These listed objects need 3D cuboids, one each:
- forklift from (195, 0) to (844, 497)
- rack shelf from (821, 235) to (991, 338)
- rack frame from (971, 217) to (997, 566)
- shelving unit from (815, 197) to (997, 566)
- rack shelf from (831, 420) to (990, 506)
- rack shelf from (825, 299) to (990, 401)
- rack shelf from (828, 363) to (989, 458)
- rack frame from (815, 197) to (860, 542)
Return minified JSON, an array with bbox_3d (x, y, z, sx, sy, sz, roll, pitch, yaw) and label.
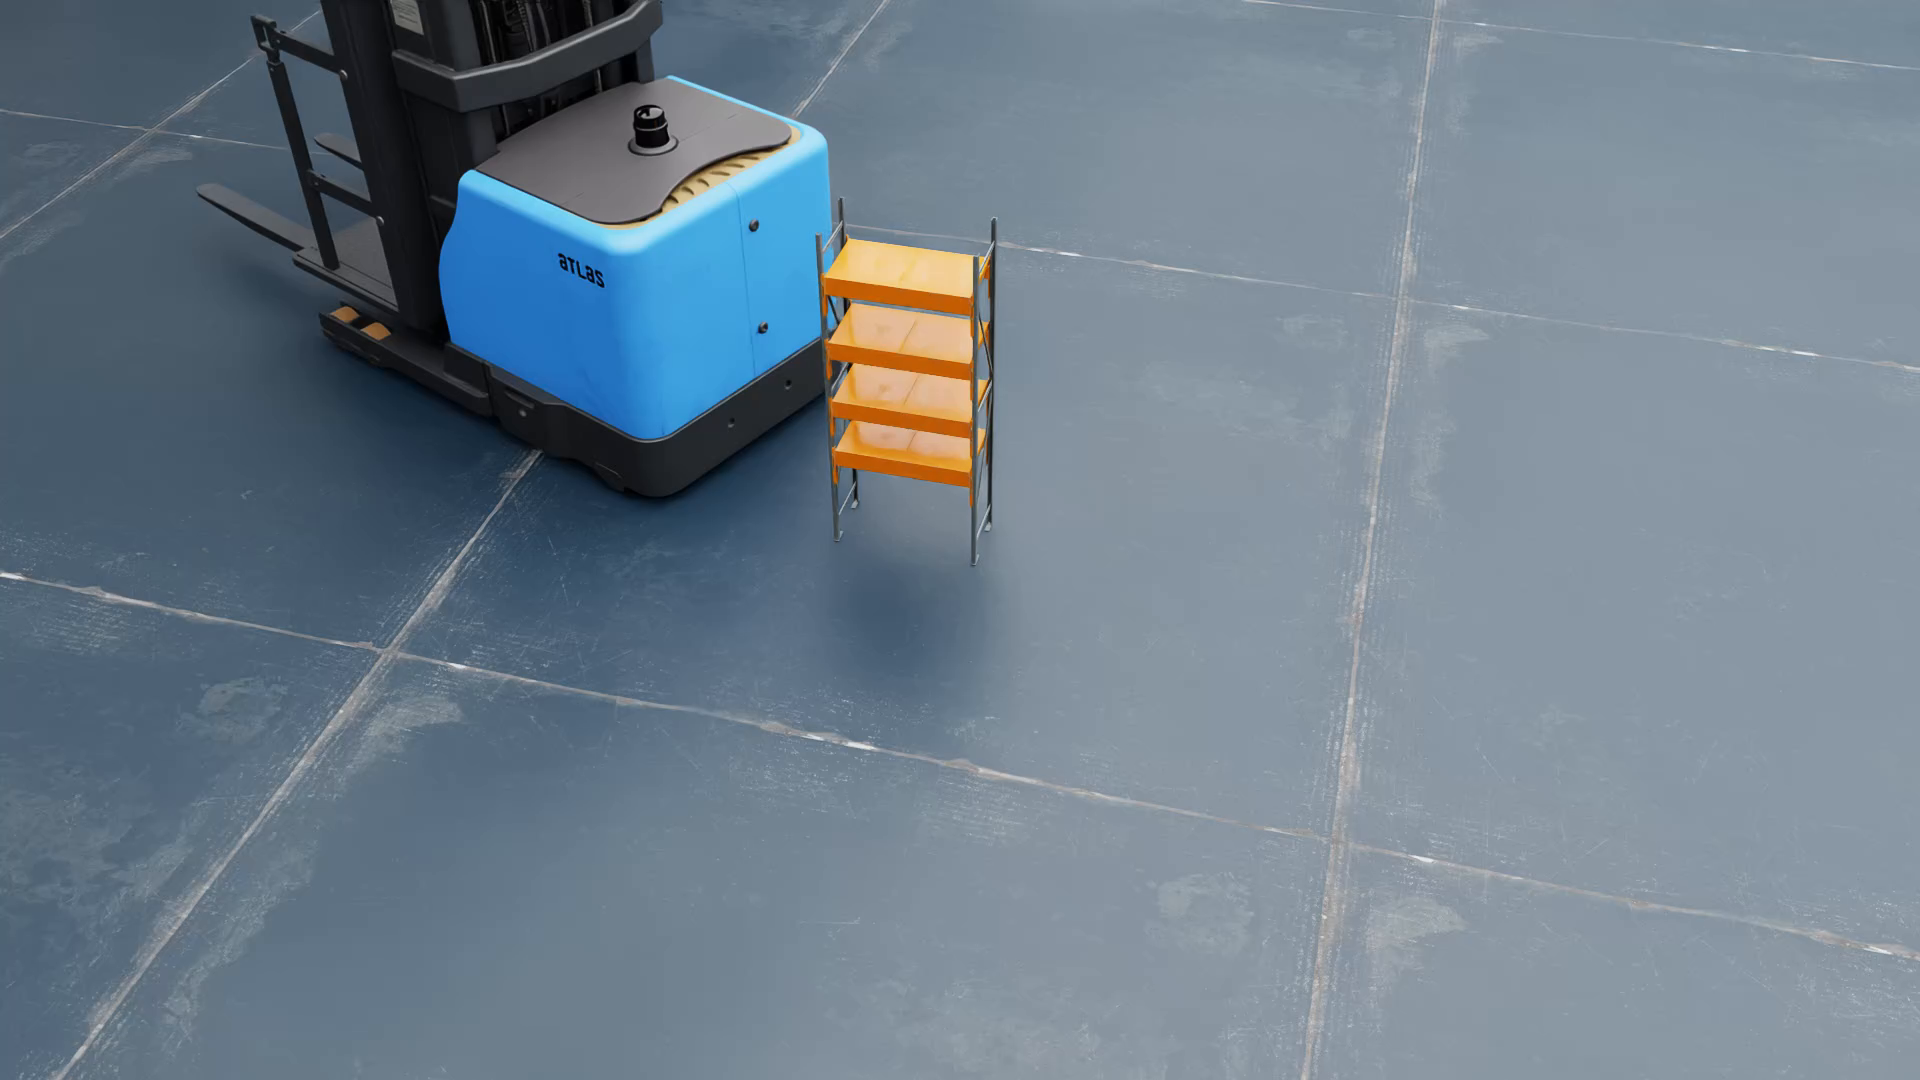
[{"bbox_3d":[-1.922,-2.052,5.915,3.031,2.935,1.130,26,47,28],"label":"forklift"},{"bbox_3d":[-0.160,-0.788,5.144,0.480,0.148,0.258,10,41,11],"label":"rack shelf"},{"bbox_3d":[0.076,-0.446,5.349,0.015,1.200,0.240,10,41,11],"label":"rack frame"},{"bbox_3d":[-0.160,-0.487,5.397,0.503,1.200,0.258,10,41,11],"label":"shelving unit"},{"bbox_3d":[-0.160,-0.283,5.568,0.480,0.148,0.258,10,41,11],"label":"rack shelf"},{"bbox_3d":[-0.160,-0.607,5.296,0.480,0.148,0.258,10,41,11],"label":"rack shelf"},{"bbox_3d":[-0.160,-0.435,5.440,0.480,0.148,0.258,10,41,11],"label":"rack shelf"},{"bbox_3d":[-0.396,-0.528,5.445,0.015,1.200,0.240,10,41,11],"label":"rack frame"}]
